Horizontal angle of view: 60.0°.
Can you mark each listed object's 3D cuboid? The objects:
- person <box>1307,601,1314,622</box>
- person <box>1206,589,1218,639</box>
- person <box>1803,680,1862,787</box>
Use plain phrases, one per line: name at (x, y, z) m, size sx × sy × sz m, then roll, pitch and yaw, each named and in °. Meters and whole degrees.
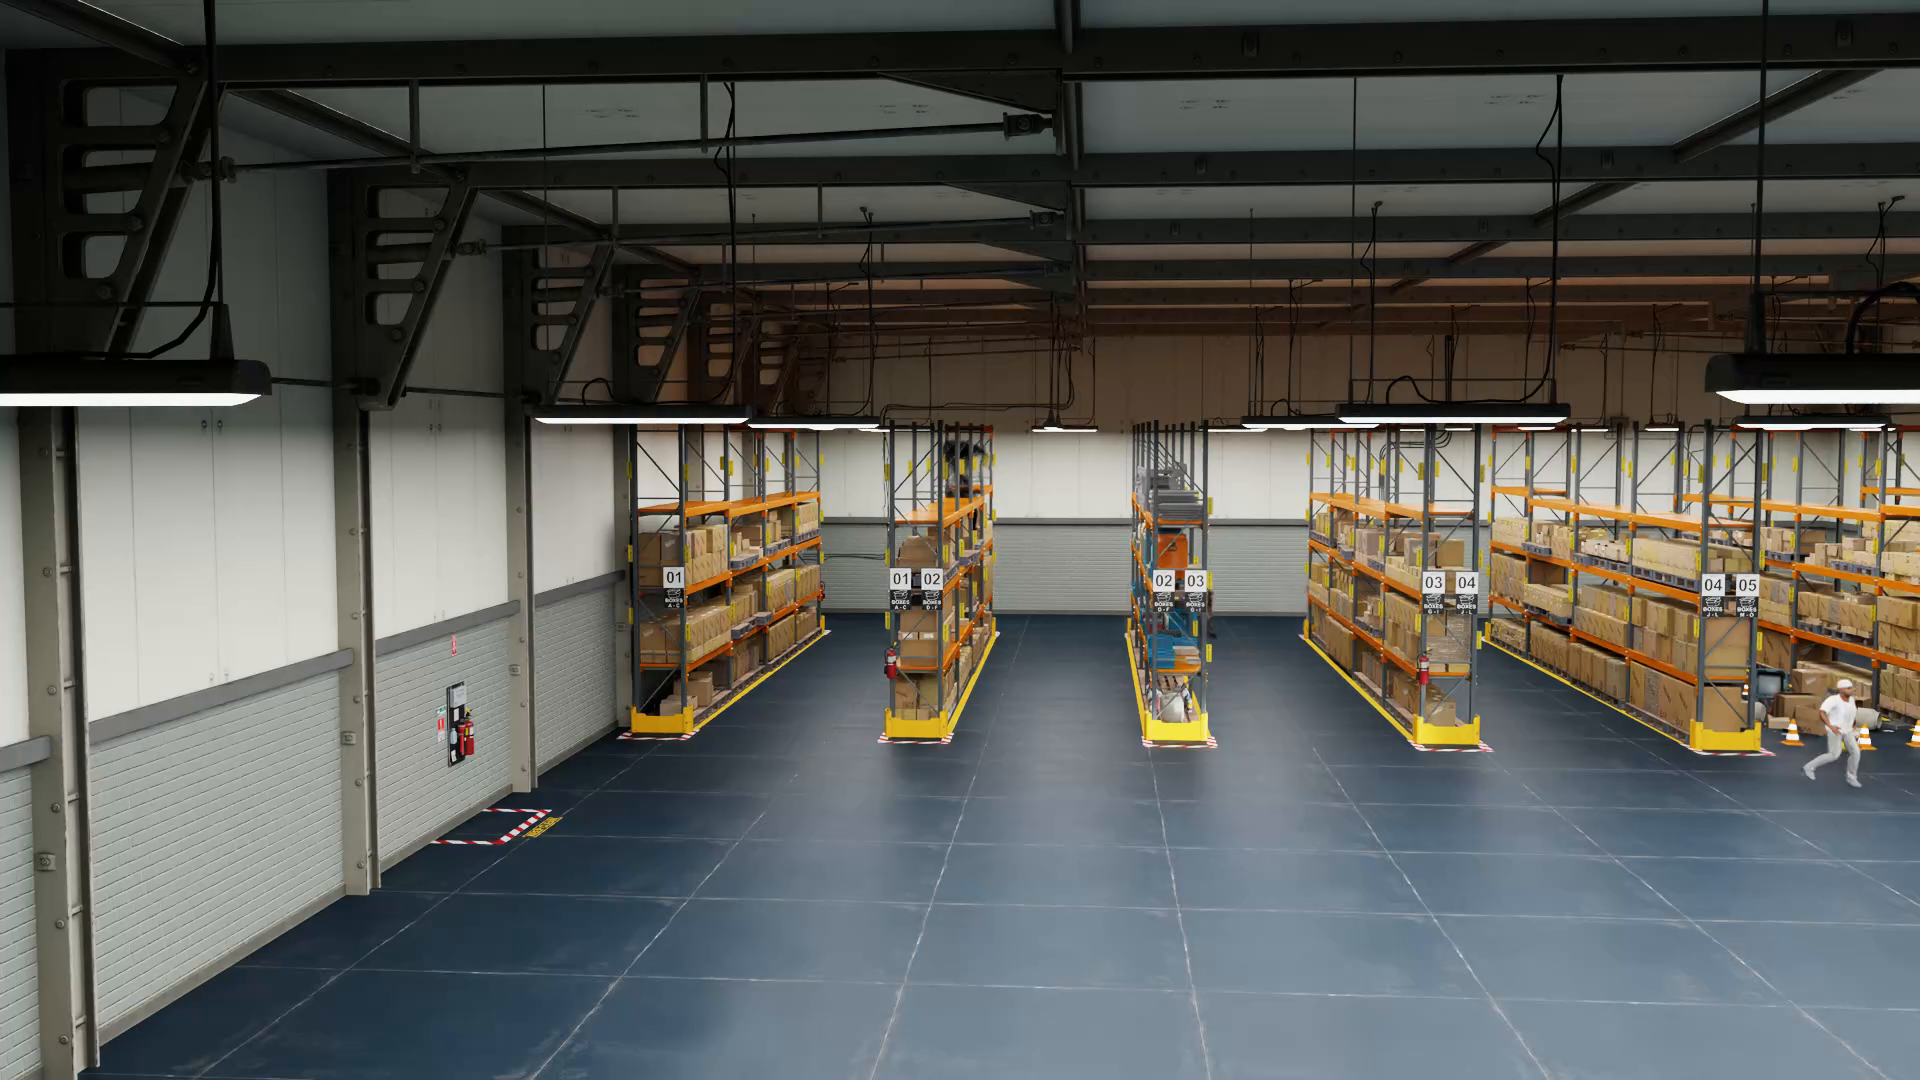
person at (10.443, 1.858, 48.369) m, size 0.668 × 1.788 × 0.939 m, roll -3°, pitch 4°, yaw -36°
person at (6.918, 1.900, 46.879) m, size 0.724 × 1.717 × 0.916 m, roll -2°, pitch 4°, yaw -23°
person at (14.367, 3.156, 27.223) m, size 0.879 × 1.762 × 0.709 m, roll -2°, pitch 4°, yaw -27°
